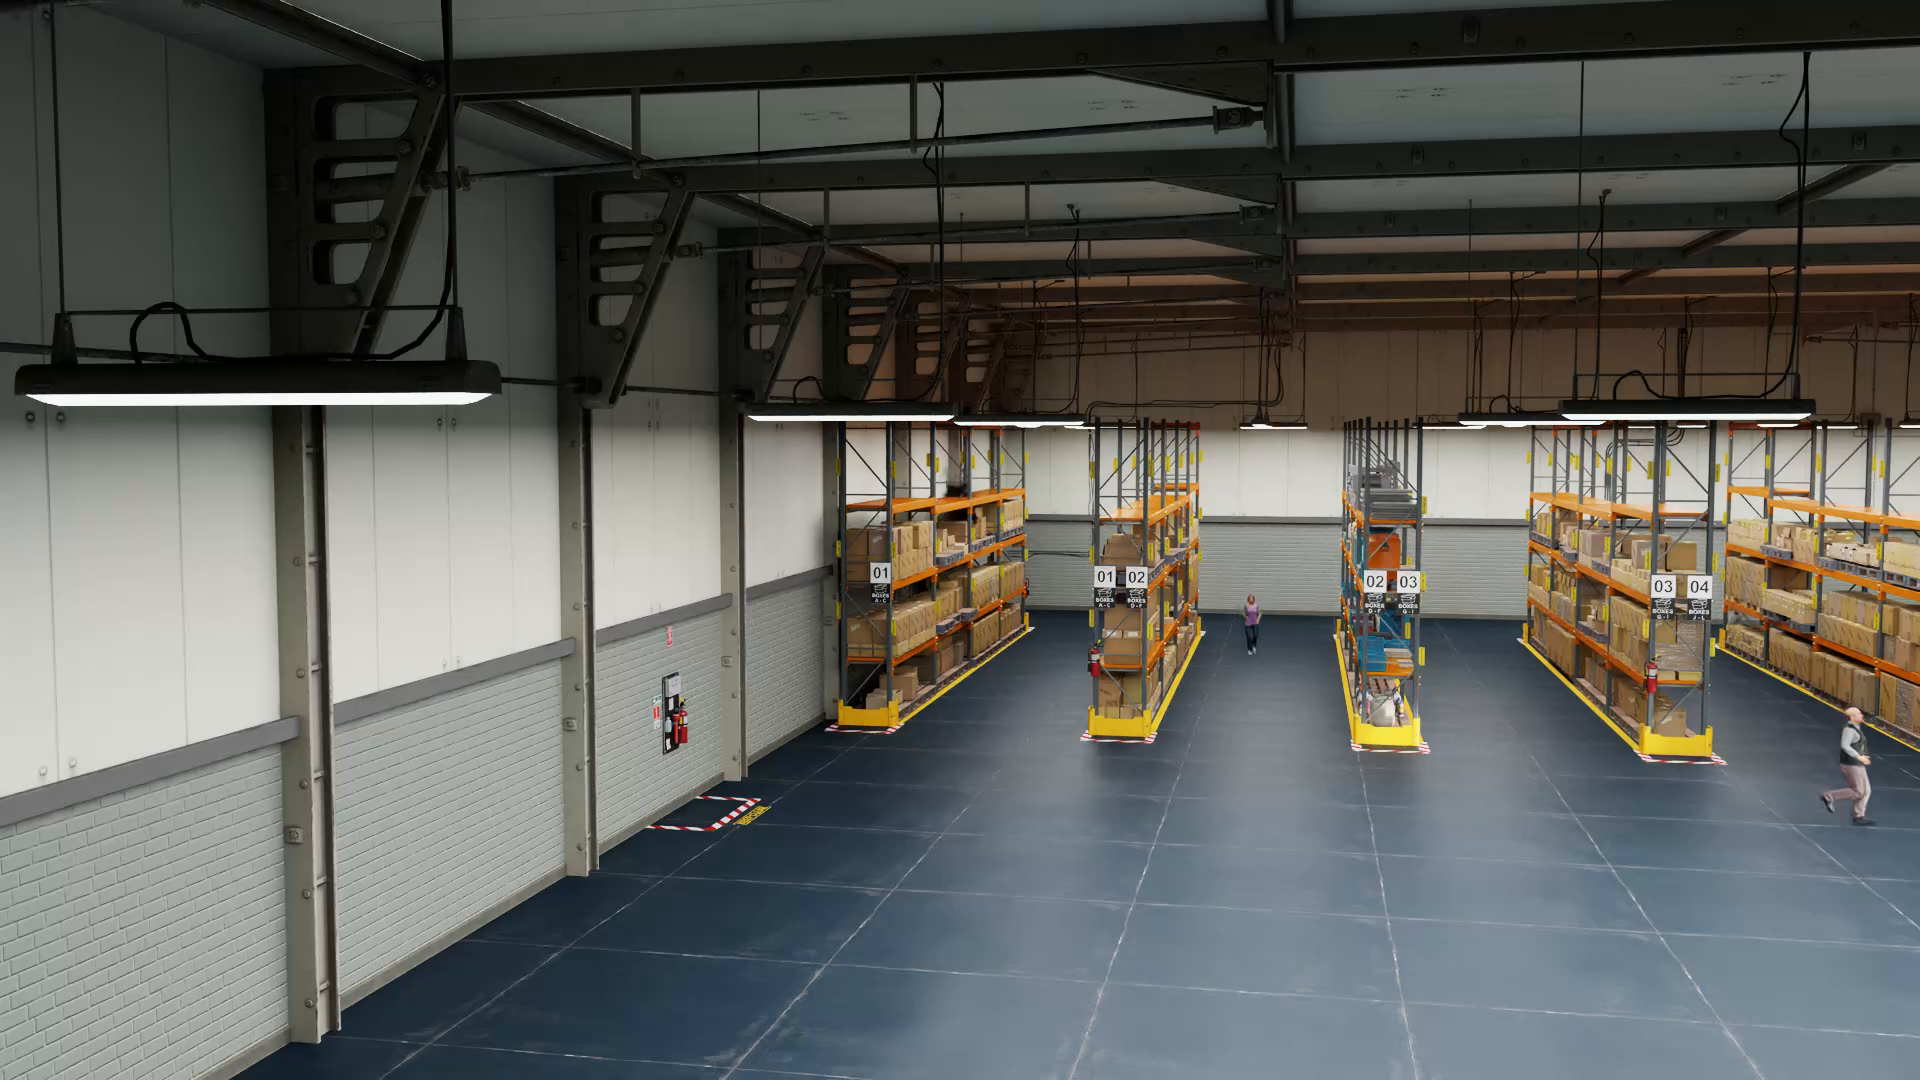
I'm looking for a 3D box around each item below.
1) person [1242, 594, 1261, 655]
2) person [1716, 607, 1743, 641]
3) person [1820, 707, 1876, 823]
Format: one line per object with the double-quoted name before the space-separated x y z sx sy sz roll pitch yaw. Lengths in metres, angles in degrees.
"person" 7.454 2.184 42.474 0.512 1.542 0.593 0 4 6
"person" 21.095 1.968 45.391 0.776 1.605 0.902 2 4 23
"person" 13.061 3.294 24.407 0.733 1.687 0.651 2 4 34
